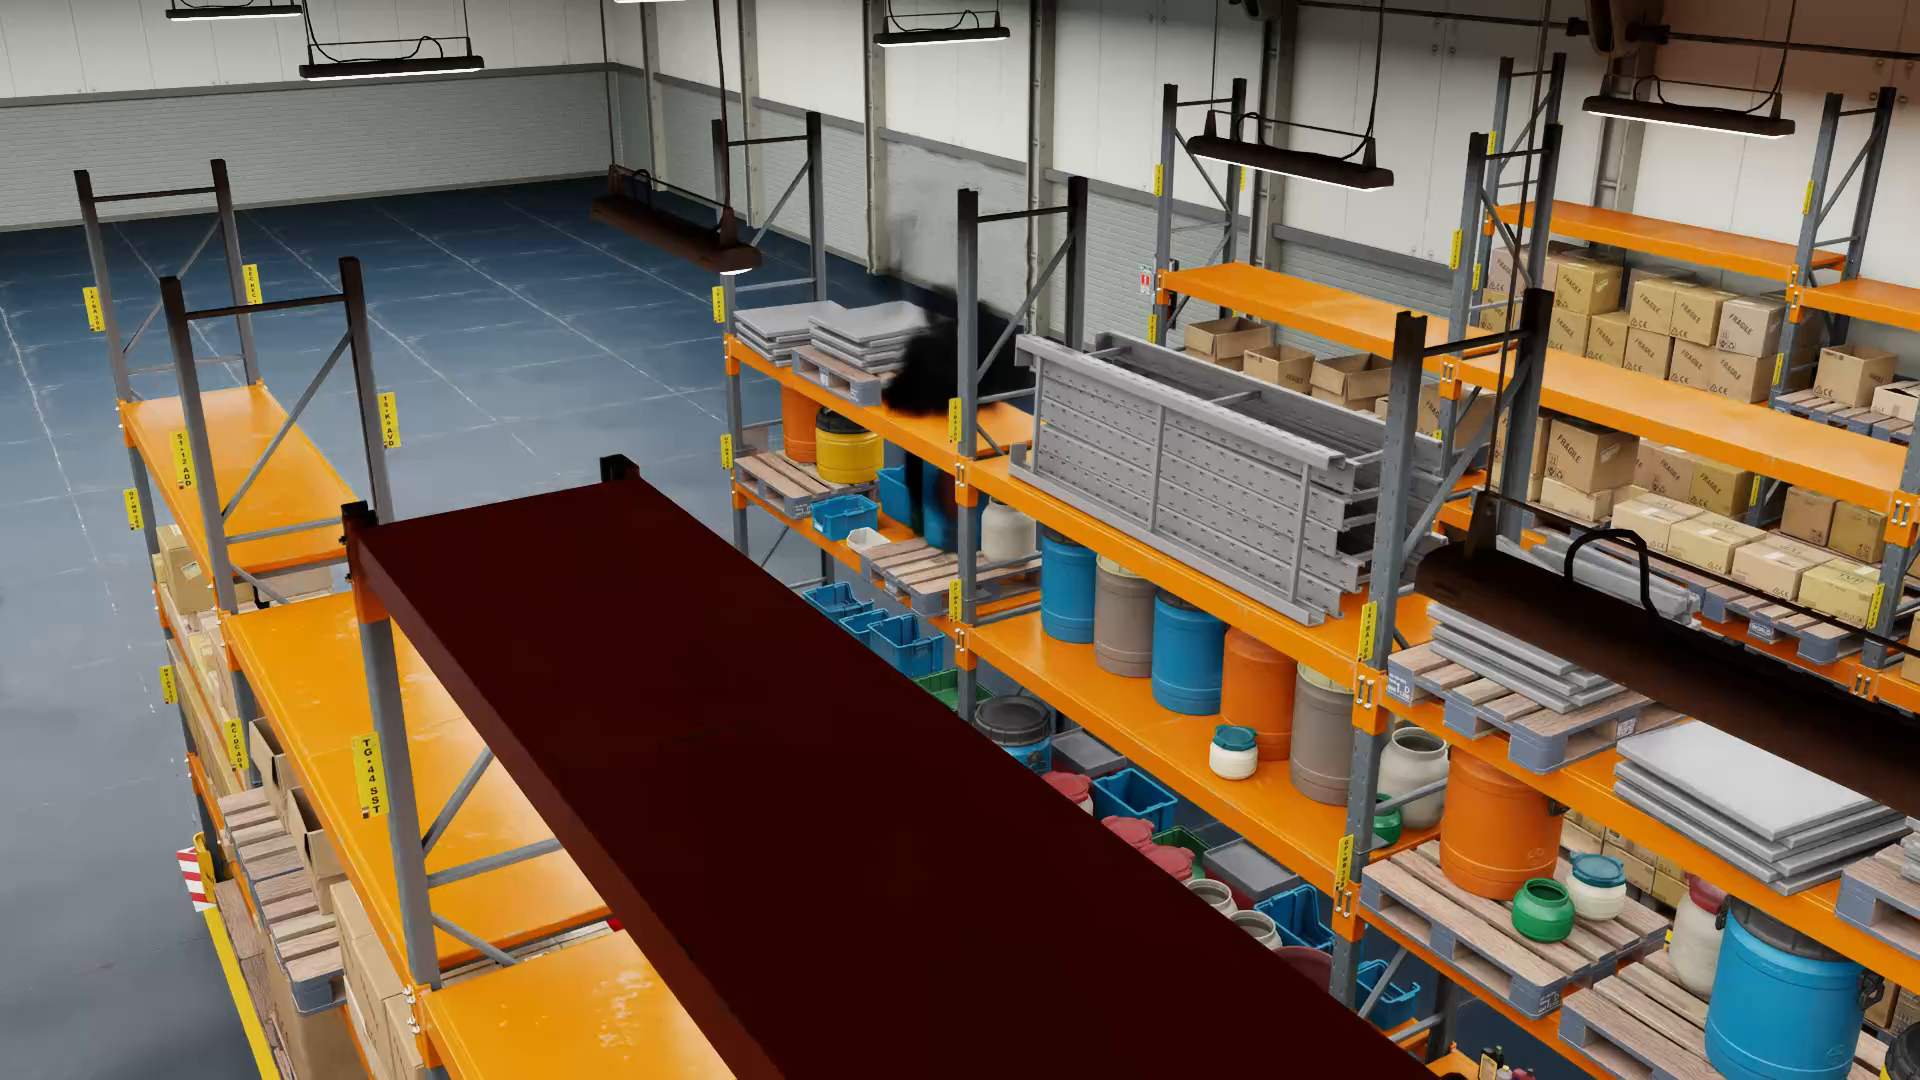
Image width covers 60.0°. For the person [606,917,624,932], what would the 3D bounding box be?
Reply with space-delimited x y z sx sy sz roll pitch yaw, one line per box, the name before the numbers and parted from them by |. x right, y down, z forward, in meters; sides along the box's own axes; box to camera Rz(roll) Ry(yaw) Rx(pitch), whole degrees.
person | -2.113 3.054 10.566 0.661 1.823 0.943 -17 27 -36
